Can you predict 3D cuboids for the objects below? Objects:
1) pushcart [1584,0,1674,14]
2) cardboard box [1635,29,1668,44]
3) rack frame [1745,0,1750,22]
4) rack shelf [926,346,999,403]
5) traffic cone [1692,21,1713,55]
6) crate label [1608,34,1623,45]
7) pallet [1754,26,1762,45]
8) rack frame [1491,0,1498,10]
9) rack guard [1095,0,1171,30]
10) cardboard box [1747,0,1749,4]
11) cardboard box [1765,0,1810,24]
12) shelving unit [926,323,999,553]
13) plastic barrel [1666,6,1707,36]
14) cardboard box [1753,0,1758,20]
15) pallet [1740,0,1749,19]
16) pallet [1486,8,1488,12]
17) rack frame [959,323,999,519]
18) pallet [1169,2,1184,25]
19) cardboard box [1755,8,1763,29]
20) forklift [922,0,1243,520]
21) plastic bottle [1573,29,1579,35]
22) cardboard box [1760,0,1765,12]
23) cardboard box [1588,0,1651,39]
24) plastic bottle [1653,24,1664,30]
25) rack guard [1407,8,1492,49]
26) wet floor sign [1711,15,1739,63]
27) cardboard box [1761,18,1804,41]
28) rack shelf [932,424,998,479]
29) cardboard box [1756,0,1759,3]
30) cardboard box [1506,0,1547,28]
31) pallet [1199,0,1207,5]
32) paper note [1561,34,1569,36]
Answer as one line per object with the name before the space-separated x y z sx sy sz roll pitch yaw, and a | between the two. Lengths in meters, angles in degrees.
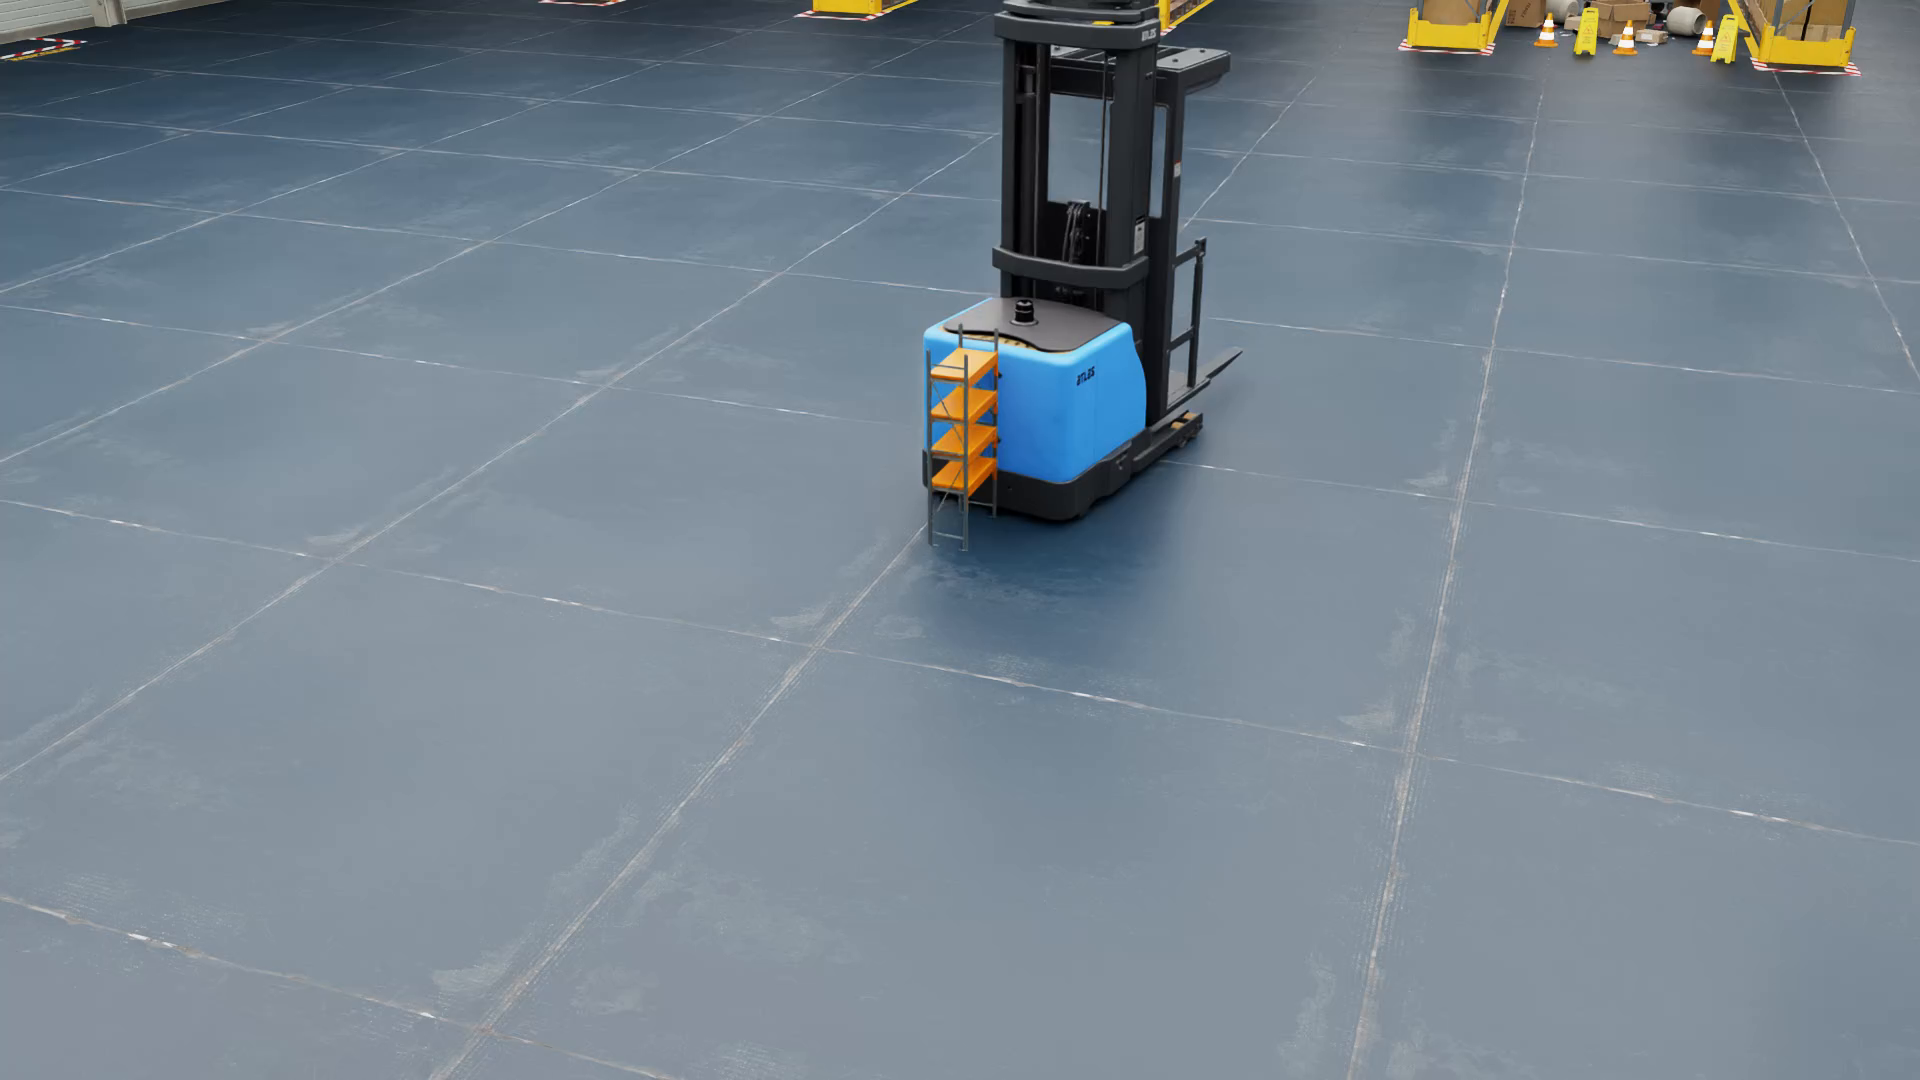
pushcart | 11.273 -8.976 27.855 1.648 0.377 0.936 0 26 -1
cardboard box | 10.639 -7.750 25.586 0.250 0.149 0.380 -20 33 -36
rack frame | 13.439 -9.846 26.643 1.000 3.000 0.127 9 27 17
rack shelf | 0.018 -0.942 9.418 0.258 0.148 0.480 10 27 19
traffic cone | 11.035 -7.424 24.552 0.336 0.463 0.334 9 27 17
crate label | 10.078 -7.631 25.353 0.250 0.136 0.298 -5 26 -9
pallet | 12.845 -7.806 25.631 1.003 0.211 1.213 9 27 17
rack frame | 8.738 -10.522 28.040 1.000 3.000 0.127 9 27 17
rack guard | 2.788 -8.545 26.825 1.175 0.500 0.348 9 27 17
cardboard box | 13.611 -9.068 27.570 0.950 0.372 0.625 9 27 18
cardboard box | 12.129 -7.858 24.350 0.500 0.500 0.500 9 27 18
shelving unit | 0.018 -0.589 9.589 0.258 1.200 0.503 10 27 19
plastic barrel | 11.368 -8.111 26.016 0.421 0.421 0.512 -14 29 -27
cardboard box | 12.821 -8.373 26.274 0.500 0.250 0.500 10 28 20
pallet | 13.697 -8.911 27.912 1.003 0.211 1.213 9 27 17
pallet | 8.007 -8.463 26.986 1.003 0.211 1.213 9 27 17
rack frame | 0.106 -0.688 9.794 0.240 1.200 0.015 10 27 19
pallet | 3.092 -8.744 27.567 1.003 0.211 1.213 9 27 17
cardboard box | 12.472 -7.952 25.405 0.500 0.250 0.500 8 27 16
forklift | 0.976 -2.032 10.584 1.130 2.935 3.031 15 30 29
plastic bottle | 9.772 -8.039 26.284 0.133 0.061 0.283 0 26 -1
cardboard box | 12.474 -8.279 25.220 0.500 0.500 0.500 8 27 16
cardboard box | 10.305 -8.167 26.041 0.797 0.503 0.637 -9 27 -18
plastic bottle | 11.241 -8.265 26.750 0.133 0.061 0.283 14 29 26
rack guard | 7.399 -7.743 25.169 1.175 0.500 0.348 9 27 17
wet floor sign | 11.036 -7.219 23.920 0.267 0.644 0.232 20 32 35
cardboard box | 12.131 -7.534 24.543 0.500 0.250 0.500 9 27 17
rack shelf | 0.018 -0.528 9.619 0.258 0.148 0.480 10 27 19
cardboard box | 12.821 -8.710 26.109 0.500 0.500 0.500 10 28 20
cardboard box | 9.189 -8.611 26.959 0.500 0.500 0.500 14 29 26
pallet | 3.904 -9.747 29.638 1.003 0.211 1.213 9 27 17
paper note | 9.516 -7.922 26.079 0.144 0.017 0.142 20 32 35
